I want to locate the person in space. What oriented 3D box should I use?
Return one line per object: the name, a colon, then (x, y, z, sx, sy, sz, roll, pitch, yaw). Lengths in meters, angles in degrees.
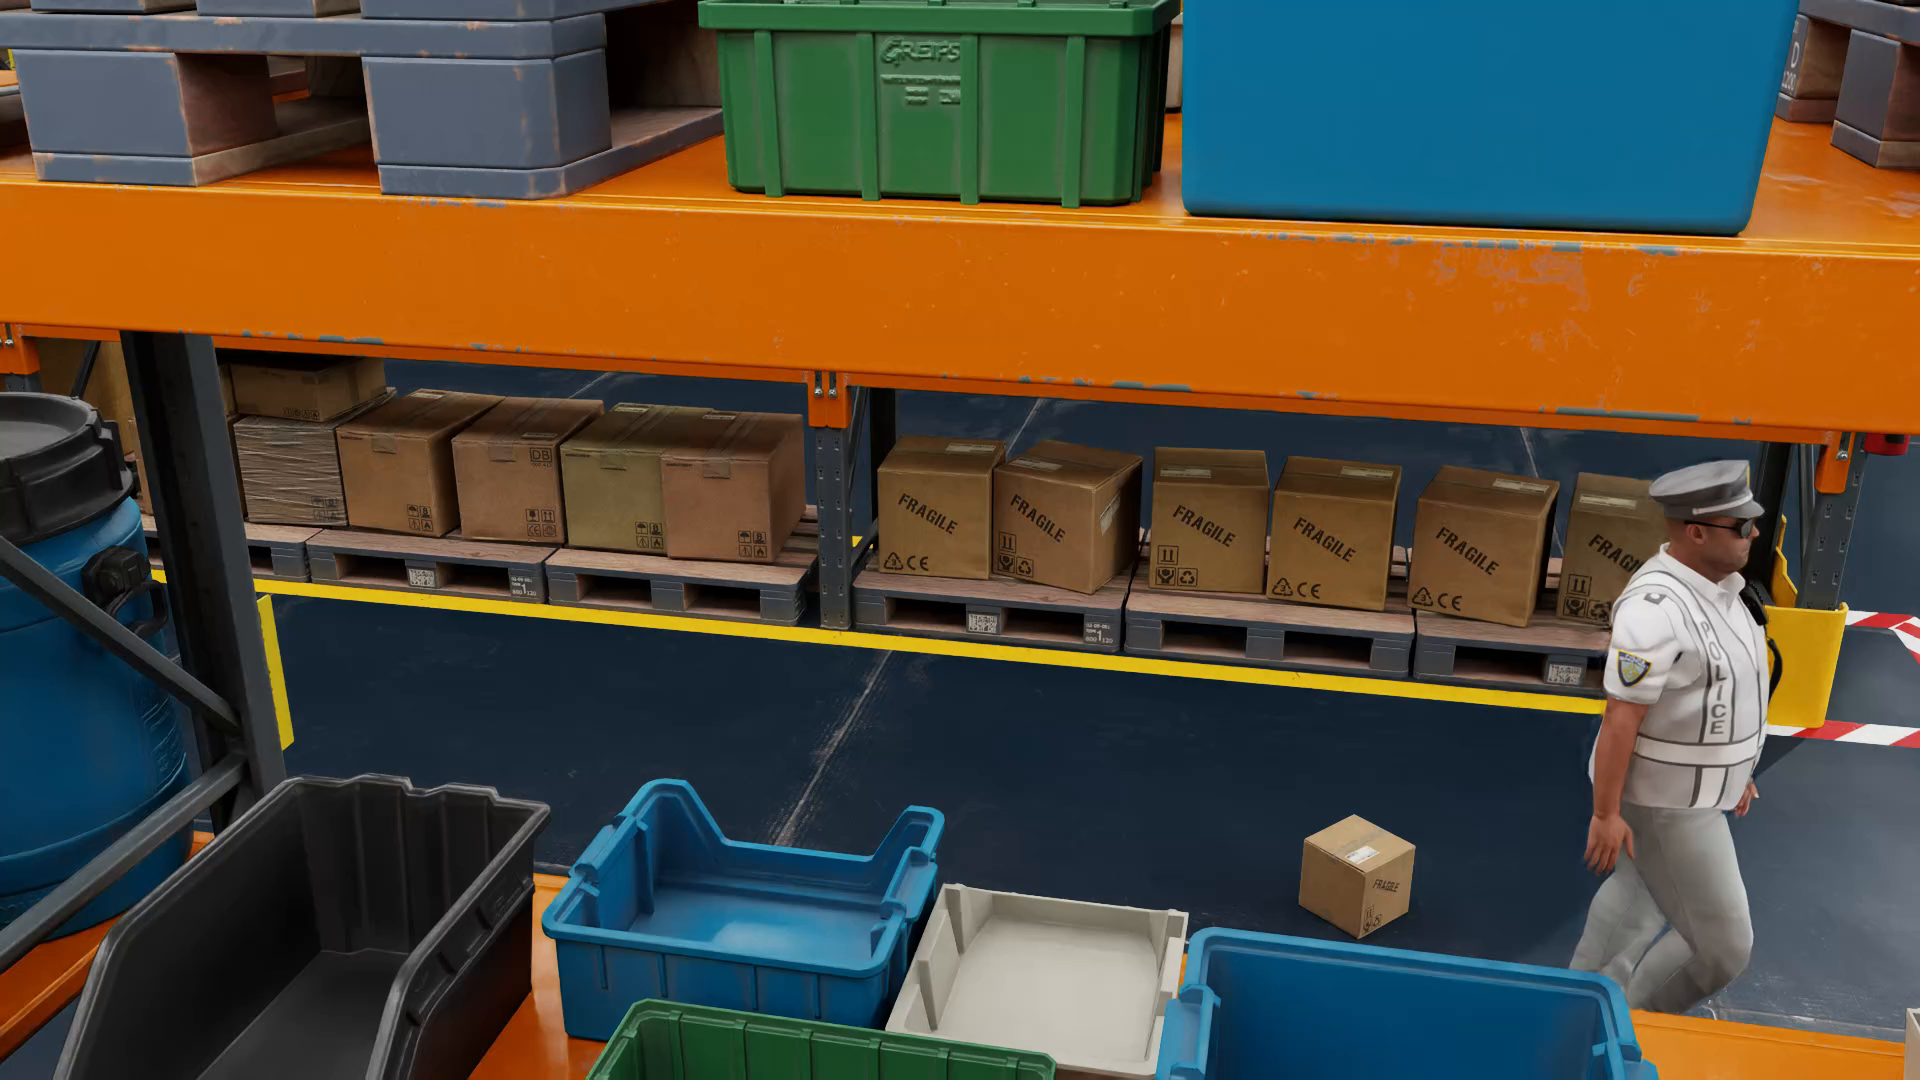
person: (1.902, 0.668, 4.364, 0.499, 1.828, 0.586, 15, 26, 34)
